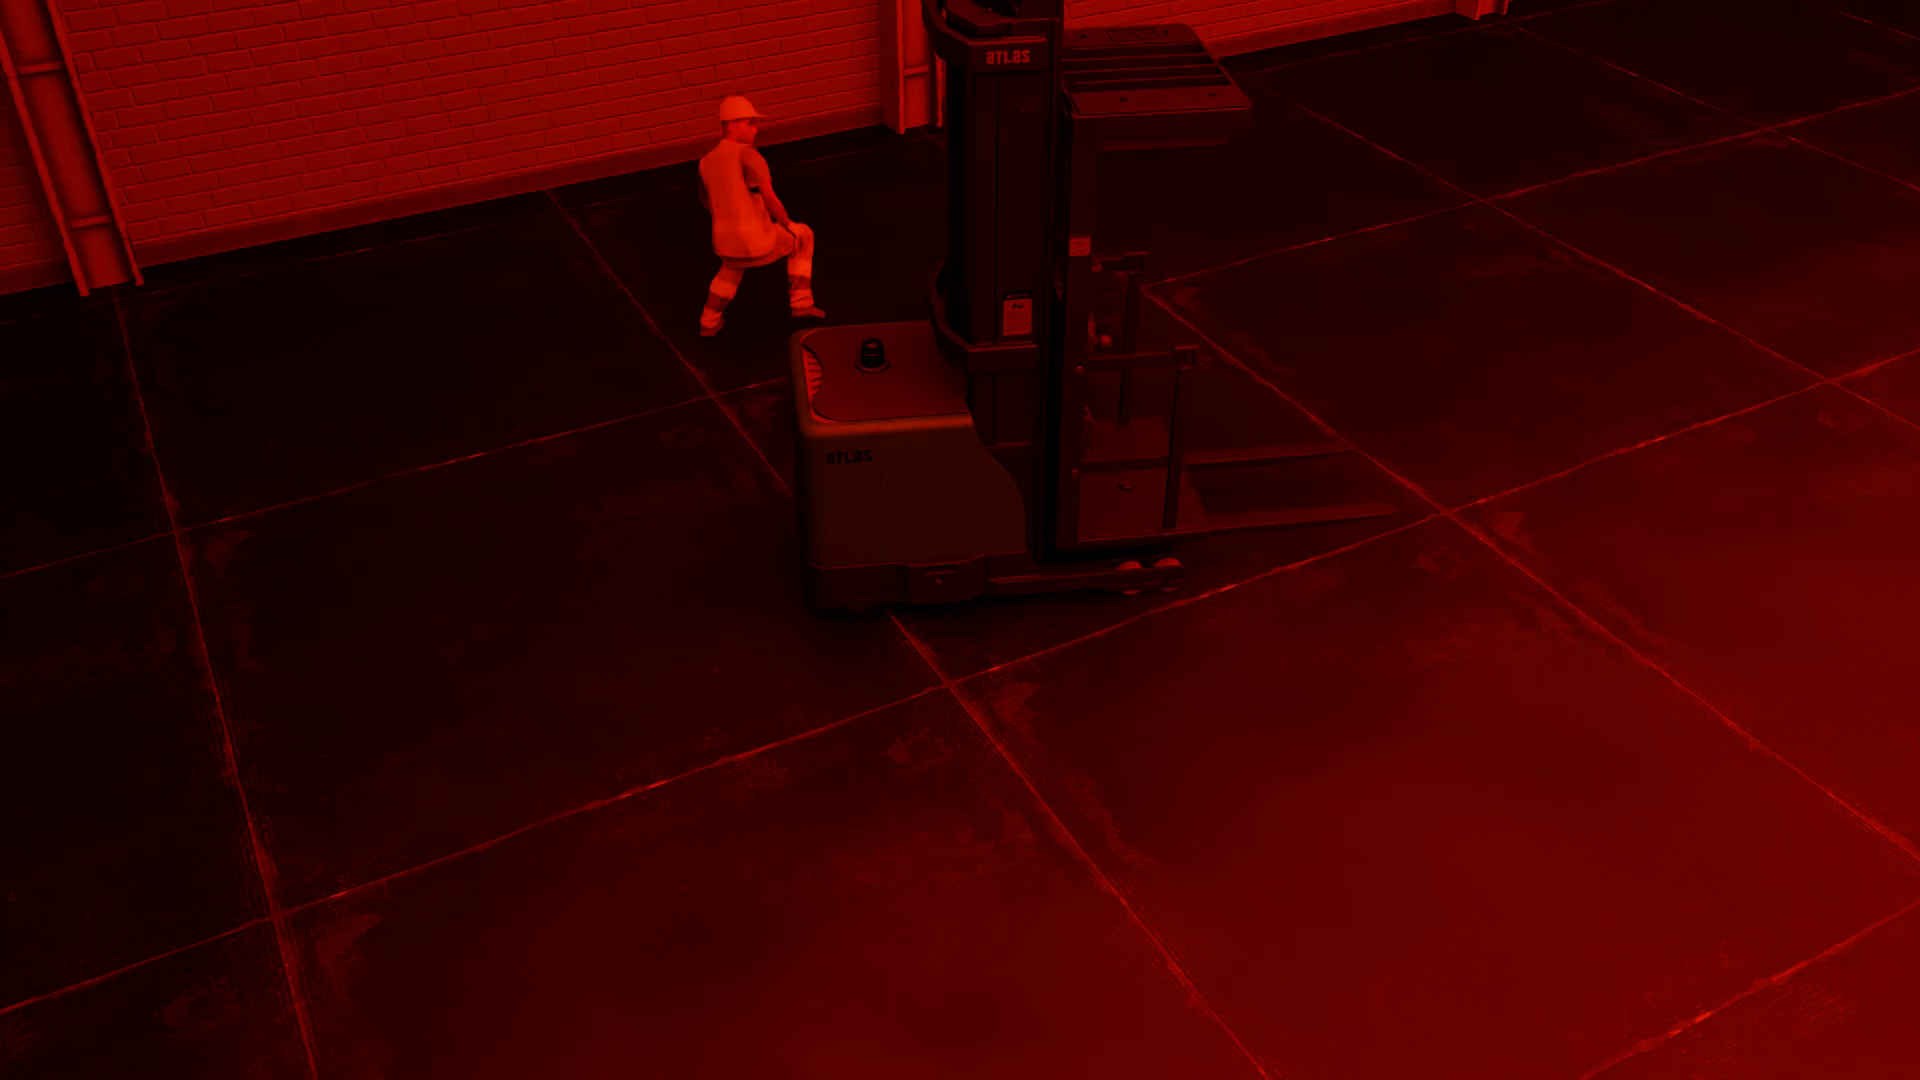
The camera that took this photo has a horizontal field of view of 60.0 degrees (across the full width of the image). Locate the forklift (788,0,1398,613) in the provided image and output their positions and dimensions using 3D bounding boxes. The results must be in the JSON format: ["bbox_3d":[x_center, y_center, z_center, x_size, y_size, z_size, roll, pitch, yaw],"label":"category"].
[{"bbox_3d":[0.690,-1.223,7.854,3.031,2.935,1.130,-5,36,-7],"label":"forklift"}]

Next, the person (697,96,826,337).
[{"bbox_3d":[-1.241,-1.904,10.083,0.811,1.535,0.678,15,38,20],"label":"person"}]
